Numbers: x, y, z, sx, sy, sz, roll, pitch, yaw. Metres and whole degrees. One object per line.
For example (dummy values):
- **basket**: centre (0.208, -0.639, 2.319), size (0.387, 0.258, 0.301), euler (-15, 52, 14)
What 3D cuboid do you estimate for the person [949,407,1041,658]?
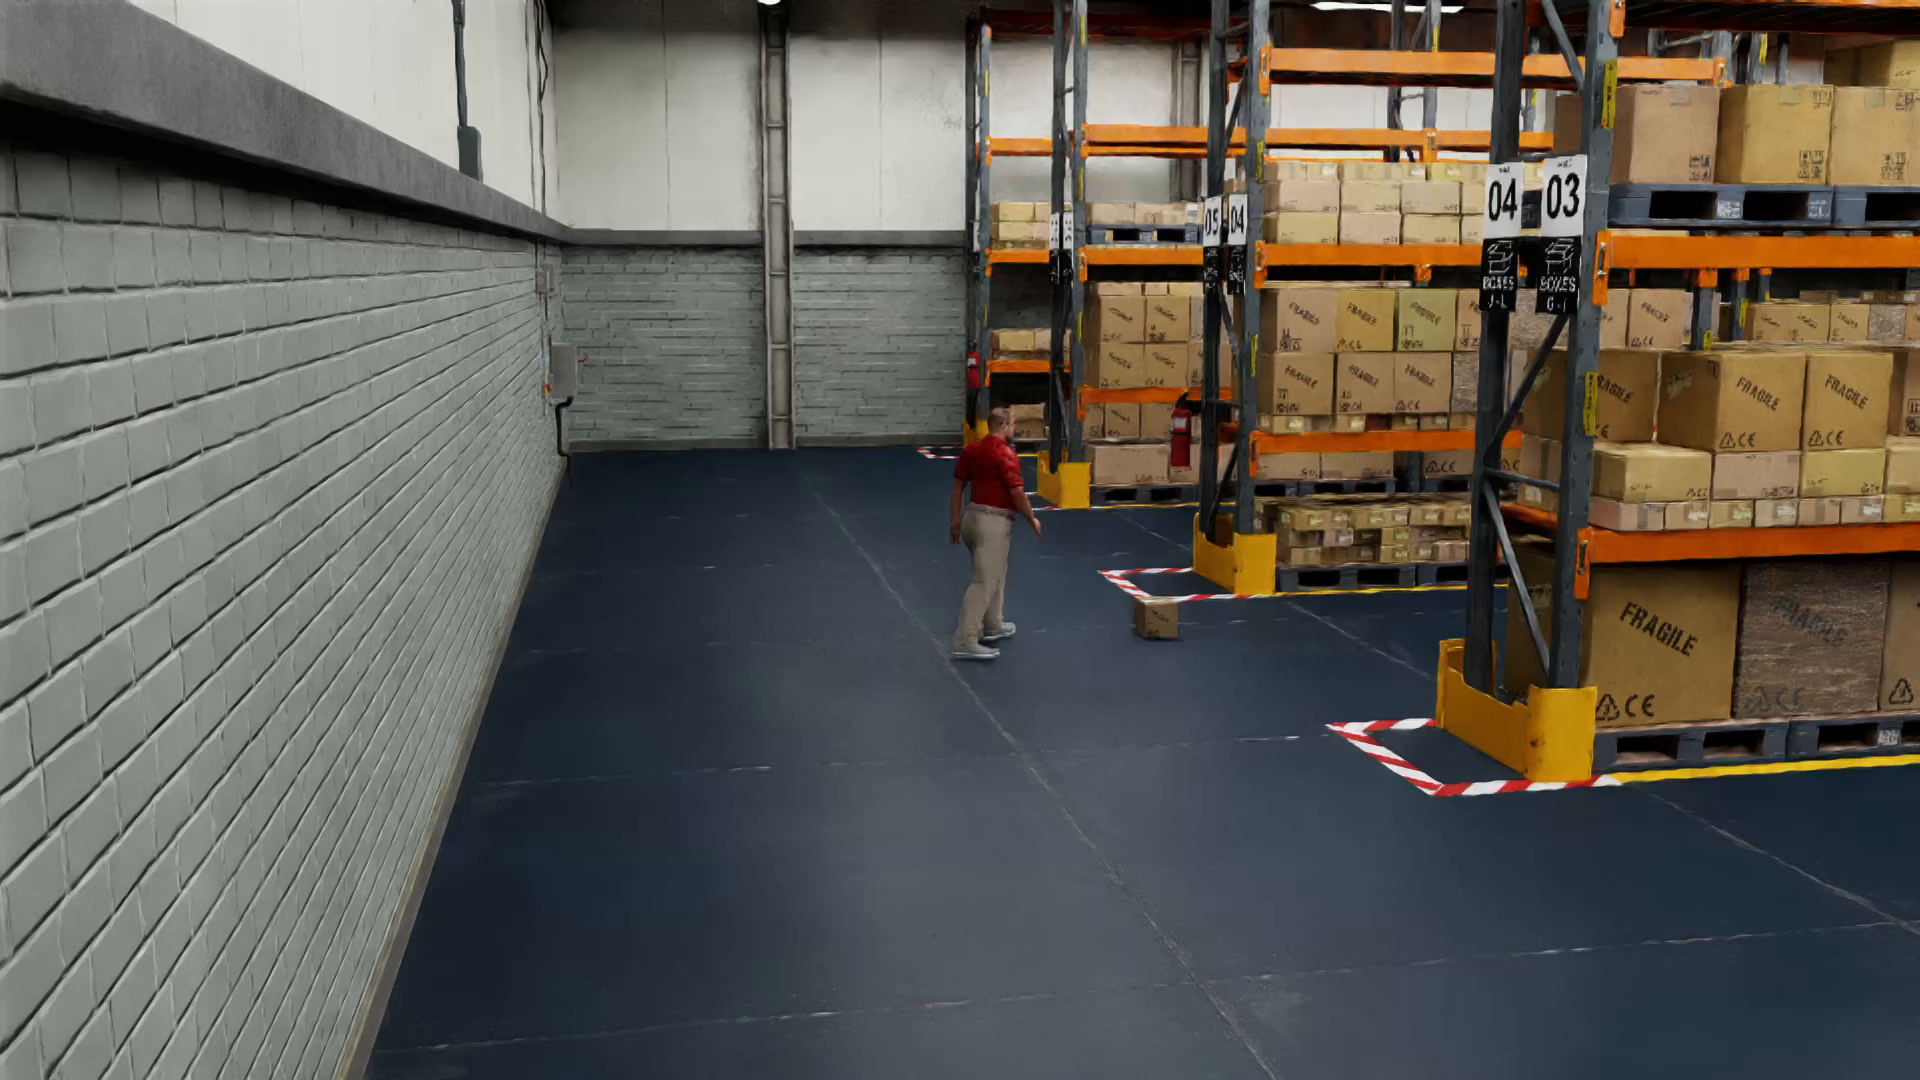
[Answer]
- **person**: centre (0.206, -0.079, 11.482), size (0.765, 1.683, 0.655), euler (-5, 11, -30)
